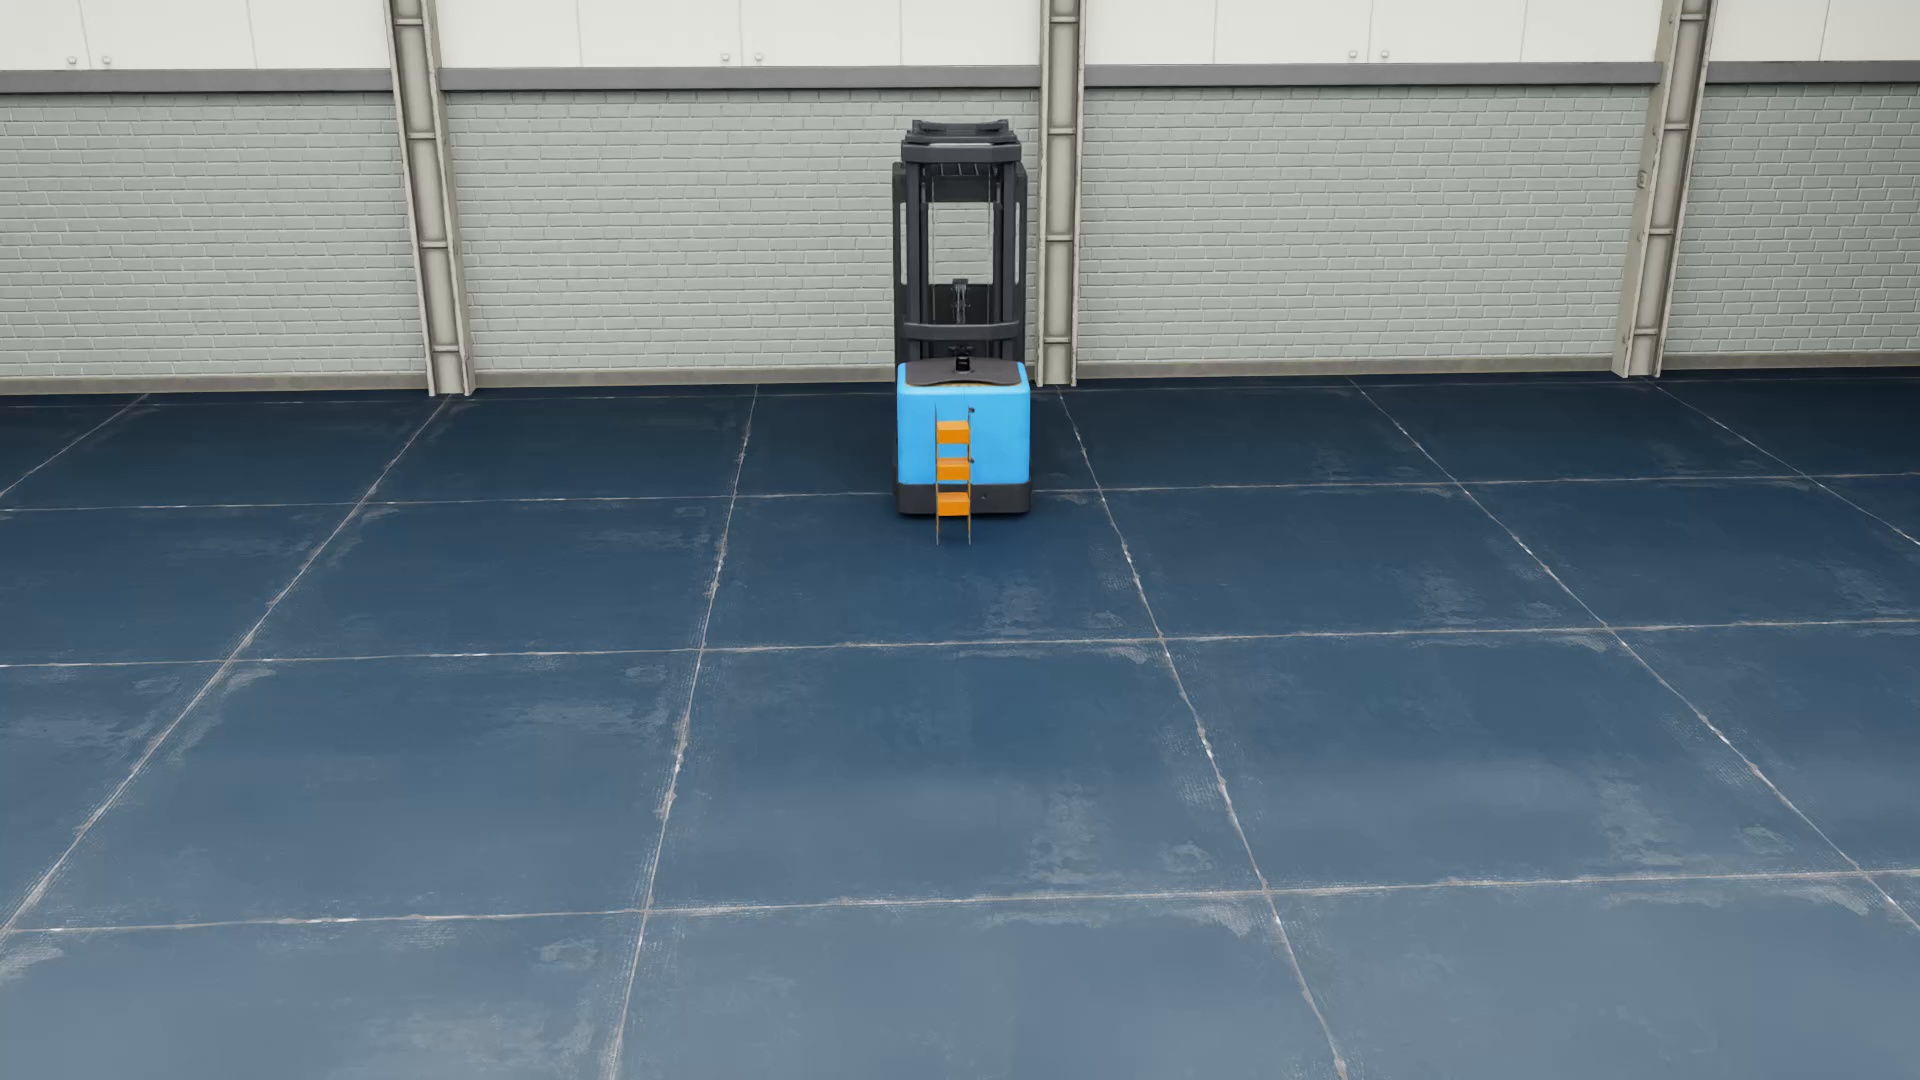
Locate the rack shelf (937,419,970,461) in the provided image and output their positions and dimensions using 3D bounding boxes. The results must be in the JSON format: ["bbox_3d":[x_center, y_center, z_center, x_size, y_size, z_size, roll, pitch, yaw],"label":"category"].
[{"bbox_3d":[-0.053,-0.745,12.334,0.240,0.259,0.215,-1,21,-3],"label":"rack shelf"}]

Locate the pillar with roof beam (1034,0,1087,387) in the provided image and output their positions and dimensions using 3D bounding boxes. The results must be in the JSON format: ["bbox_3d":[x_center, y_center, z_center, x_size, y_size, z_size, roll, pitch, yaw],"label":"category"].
[{"bbox_3d":[1.208,-4.271,11.193,0.400,9.000,9.100,-1,21,-3],"label":"pillar with roof beam"}]

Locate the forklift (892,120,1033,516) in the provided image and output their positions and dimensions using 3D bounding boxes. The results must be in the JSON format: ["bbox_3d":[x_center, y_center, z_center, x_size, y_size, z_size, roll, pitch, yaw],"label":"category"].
[{"bbox_3d":[-0.008,-2.030,13.834,1.130,2.935,3.031,-1,21,-2],"label":"forklift"}]

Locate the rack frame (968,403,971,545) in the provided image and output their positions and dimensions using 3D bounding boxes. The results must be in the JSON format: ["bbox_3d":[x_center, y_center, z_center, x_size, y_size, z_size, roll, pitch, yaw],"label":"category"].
[{"bbox_3d":[0.068,-0.492,12.438,0.008,1.050,0.200,-1,21,-3],"label":"rack frame"}]

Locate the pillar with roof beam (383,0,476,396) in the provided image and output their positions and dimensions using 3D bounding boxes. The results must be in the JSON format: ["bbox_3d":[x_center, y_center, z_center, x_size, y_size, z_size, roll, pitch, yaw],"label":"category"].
[{"bbox_3d":[-4.782,-4.150,10.873,0.400,9.000,9.100,-1,21,-3],"label":"pillar with roof beam"}]

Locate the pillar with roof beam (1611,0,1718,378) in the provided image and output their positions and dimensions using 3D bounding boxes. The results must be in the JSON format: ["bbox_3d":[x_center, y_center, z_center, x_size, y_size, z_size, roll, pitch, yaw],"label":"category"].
[{"bbox_3d":[7.198,-4.393,11.513,0.400,9.000,9.100,-1,21,-3],"label":"pillar with roof beam"}]

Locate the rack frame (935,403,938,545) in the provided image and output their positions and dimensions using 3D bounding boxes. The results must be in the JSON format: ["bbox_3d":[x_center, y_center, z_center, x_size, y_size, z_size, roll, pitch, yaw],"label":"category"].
[{"bbox_3d":[-0.175,-0.487,12.425,0.008,1.050,0.200,-1,21,-3],"label":"rack frame"}]

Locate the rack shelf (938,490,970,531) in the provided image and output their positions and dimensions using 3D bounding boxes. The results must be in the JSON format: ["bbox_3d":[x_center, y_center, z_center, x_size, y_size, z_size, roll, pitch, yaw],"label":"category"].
[{"bbox_3d":[-0.053,-0.220,12.534,0.240,0.259,0.215,-1,21,-3],"label":"rack shelf"}]

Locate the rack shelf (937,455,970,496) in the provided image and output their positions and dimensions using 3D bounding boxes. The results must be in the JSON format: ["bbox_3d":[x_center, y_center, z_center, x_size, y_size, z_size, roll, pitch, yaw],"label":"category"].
[{"bbox_3d":[-0.053,-0.480,12.435,0.240,0.259,0.215,-1,21,-3],"label":"rack shelf"}]

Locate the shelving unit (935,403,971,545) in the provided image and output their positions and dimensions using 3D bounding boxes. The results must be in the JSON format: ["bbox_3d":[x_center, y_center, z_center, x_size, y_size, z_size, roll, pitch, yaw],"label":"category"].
[{"bbox_3d":[-0.053,-0.490,12.431,0.252,1.050,0.215,-1,21,-3],"label":"shelving unit"}]
